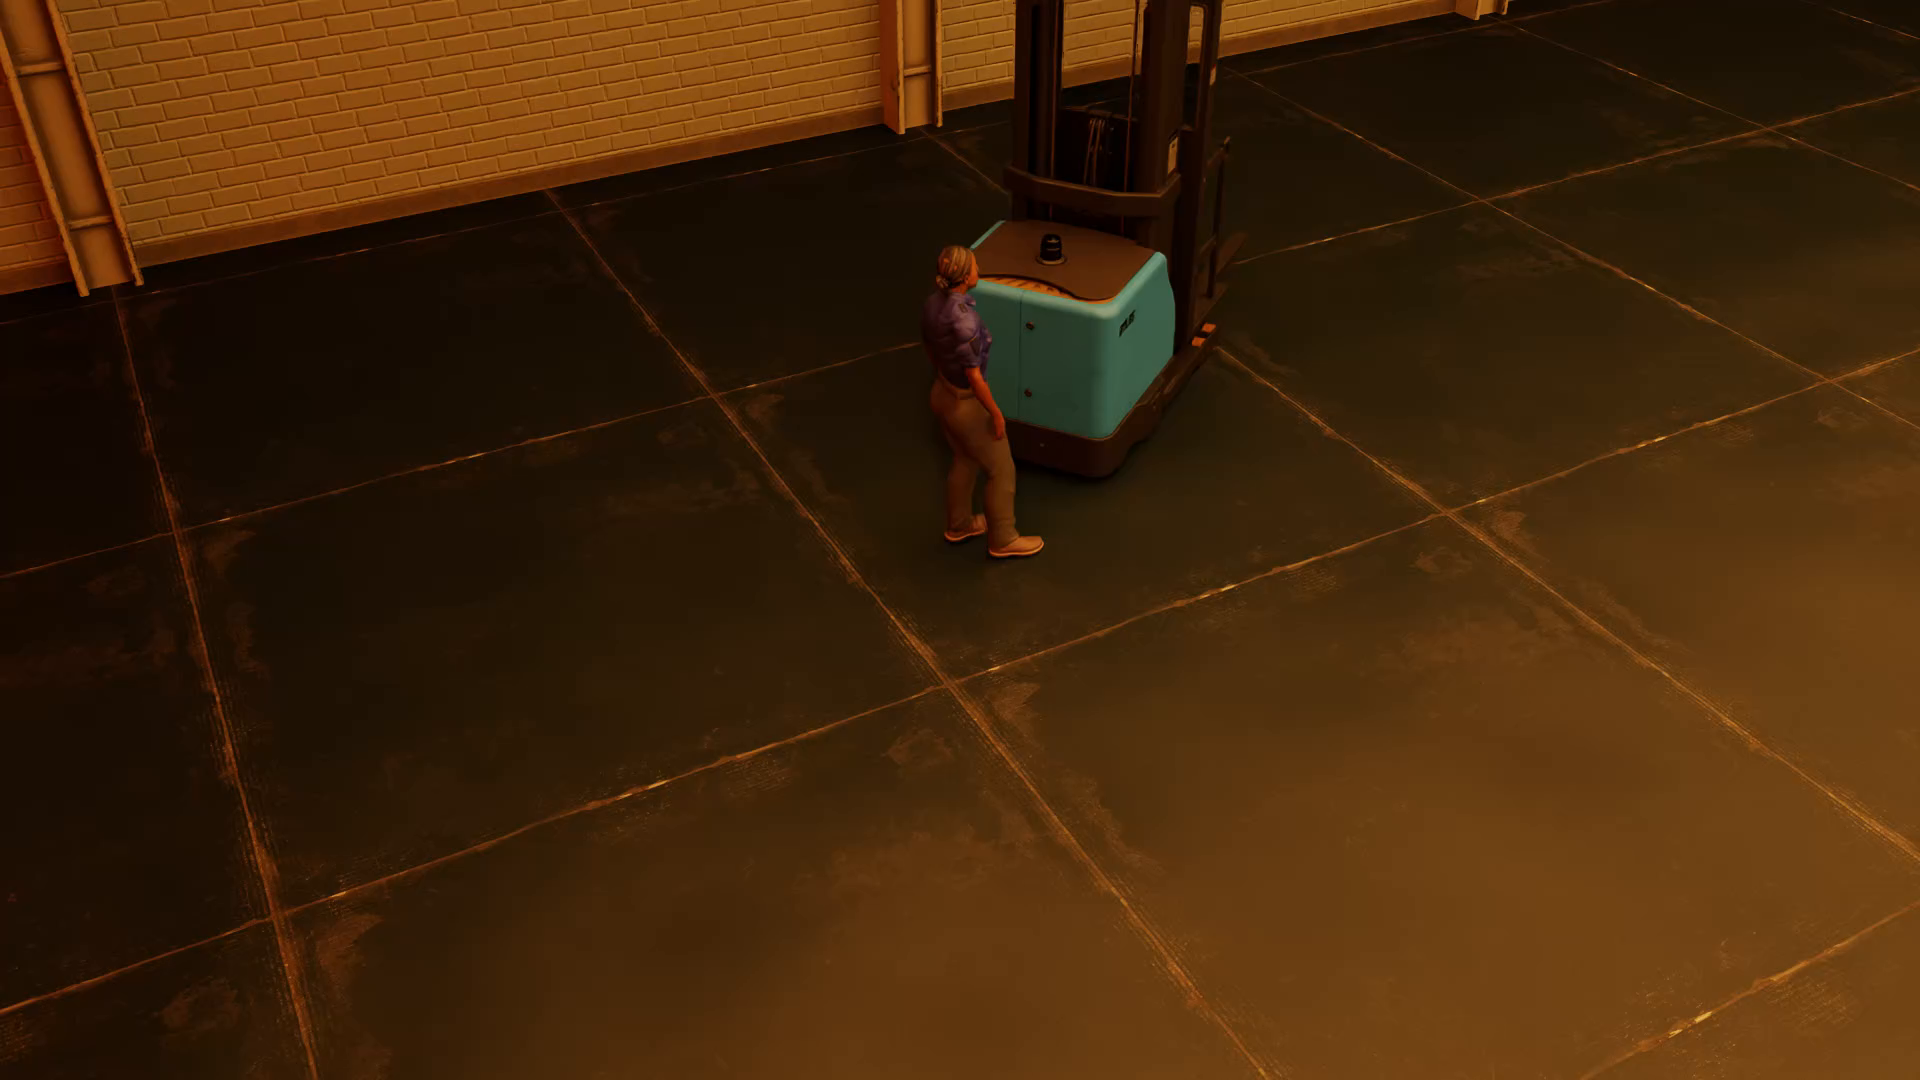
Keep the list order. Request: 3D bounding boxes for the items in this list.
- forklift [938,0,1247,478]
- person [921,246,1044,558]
[{"bbox_3d":[0.970,-2.374,9.481,1.130,2.935,3.031,16,38,21],"label":"forklift"},{"bbox_3d":[0.086,-0.705,8.244,0.501,1.650,0.626,-17,39,-23],"label":"person"}]
